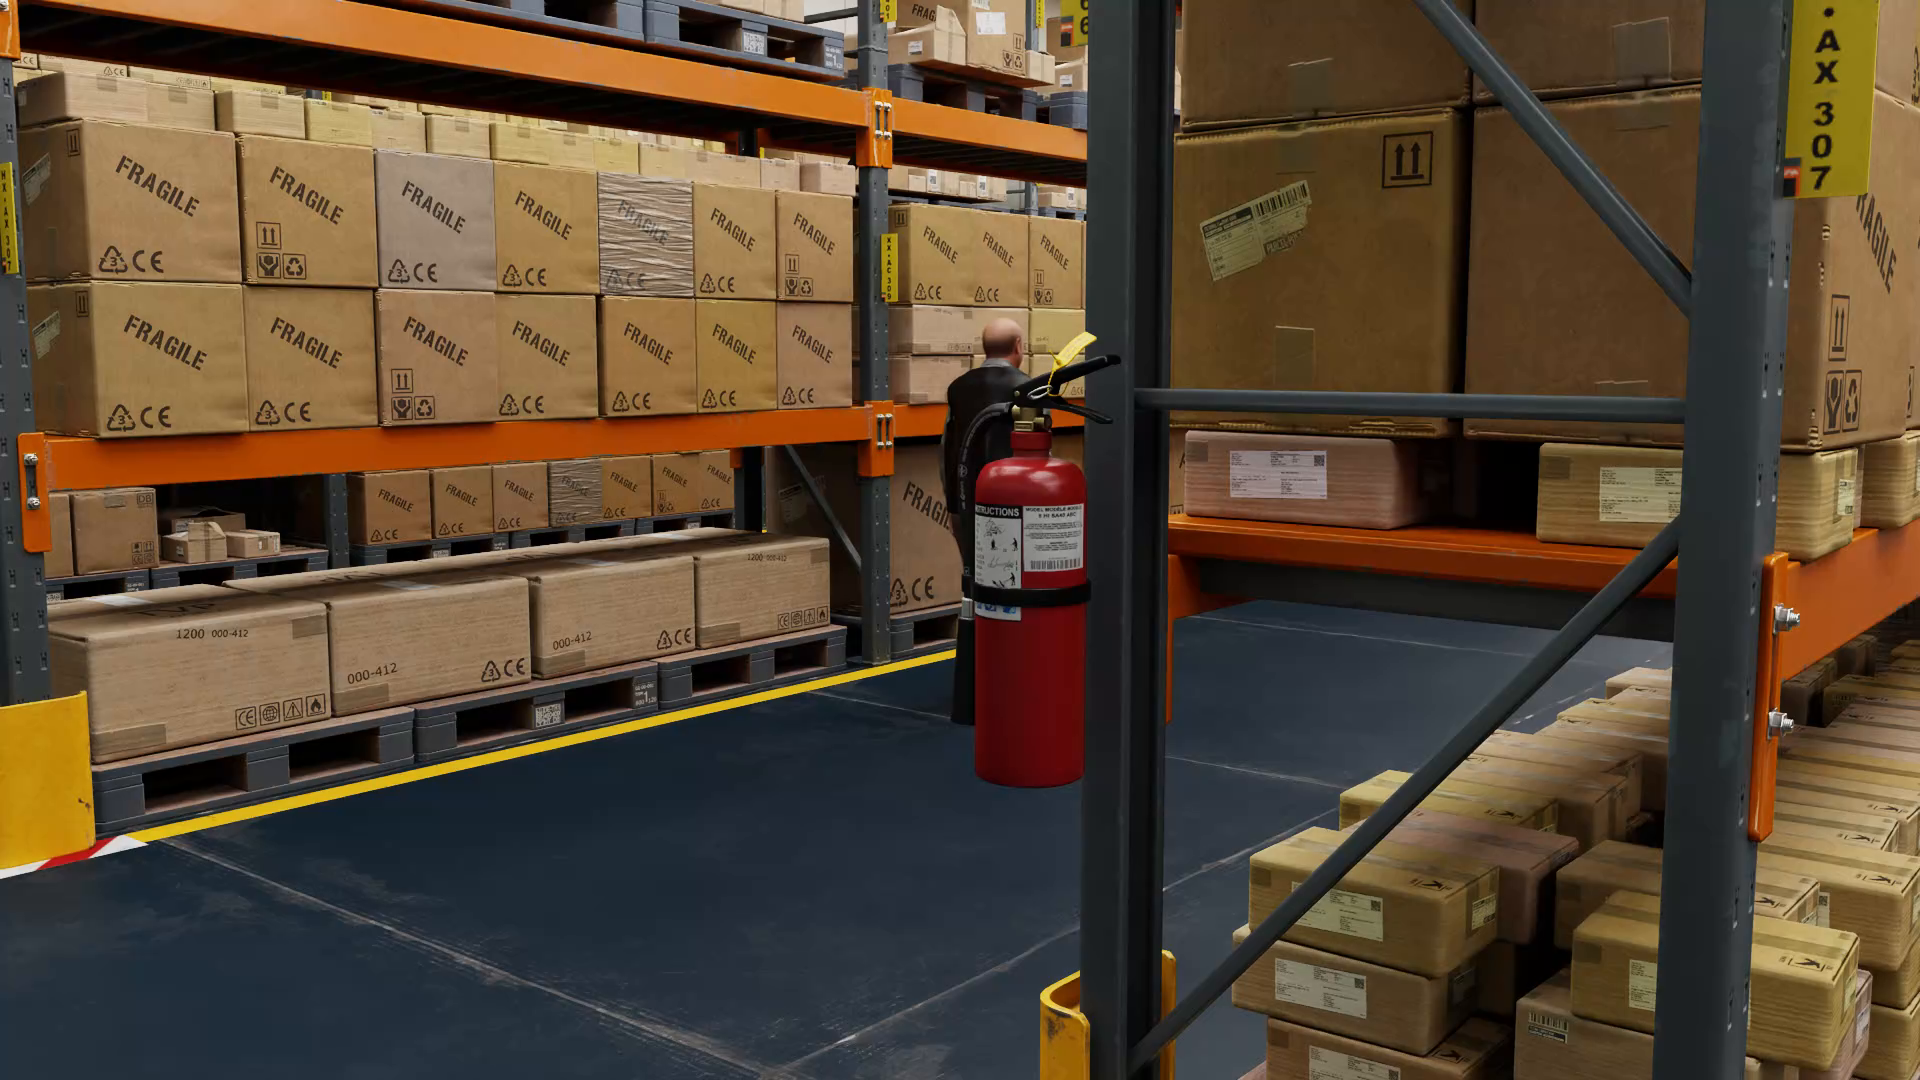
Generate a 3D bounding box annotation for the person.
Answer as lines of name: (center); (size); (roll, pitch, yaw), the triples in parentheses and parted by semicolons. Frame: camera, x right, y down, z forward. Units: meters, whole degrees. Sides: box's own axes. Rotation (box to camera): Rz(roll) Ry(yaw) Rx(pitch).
person: (0.180, -0.124, 7.406); (0.585, 1.720, 0.379); (5, 8, 35)
